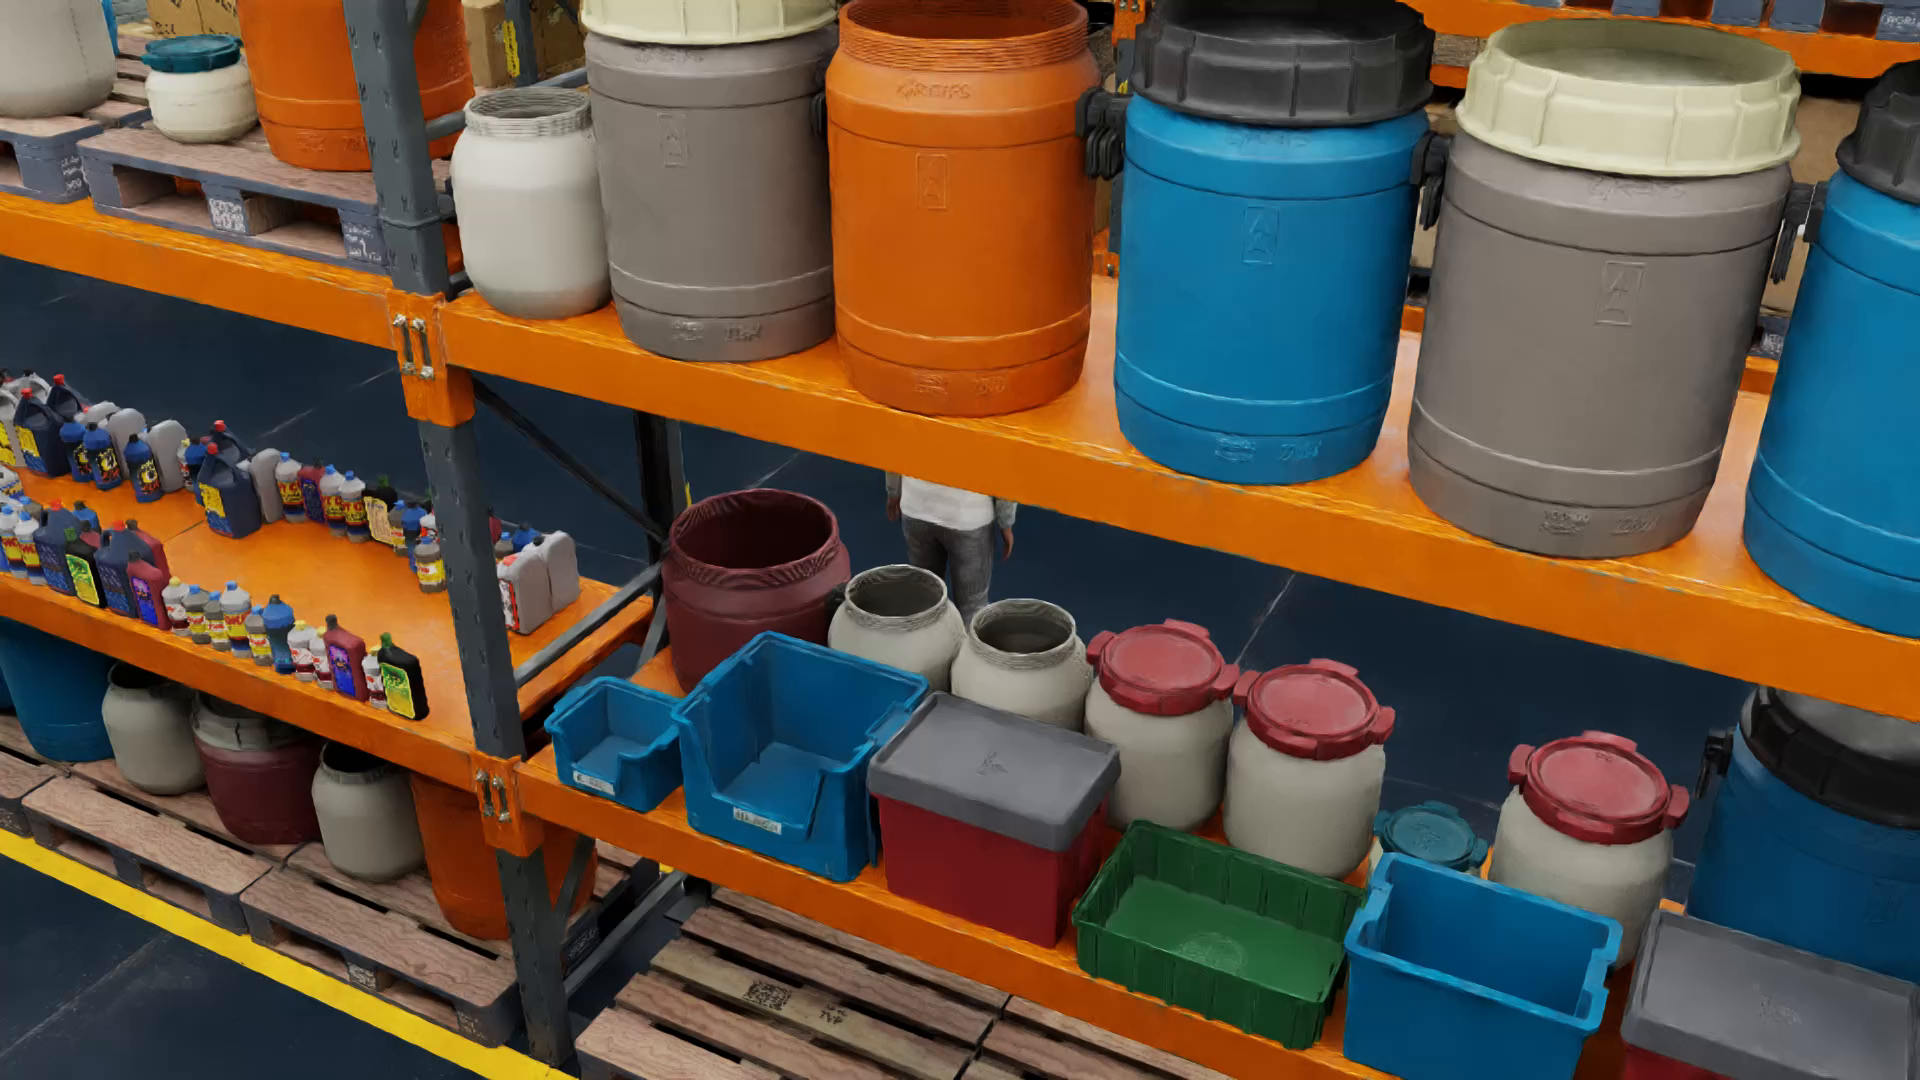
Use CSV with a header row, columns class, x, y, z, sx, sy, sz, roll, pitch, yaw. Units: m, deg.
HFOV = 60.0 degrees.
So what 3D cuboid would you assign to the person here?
class,x,y,z,sx,sy,sz,roll,pitch,yaw
person,-0.040,-0.123,7.285,0.647,1.772,0.441,11,32,19
